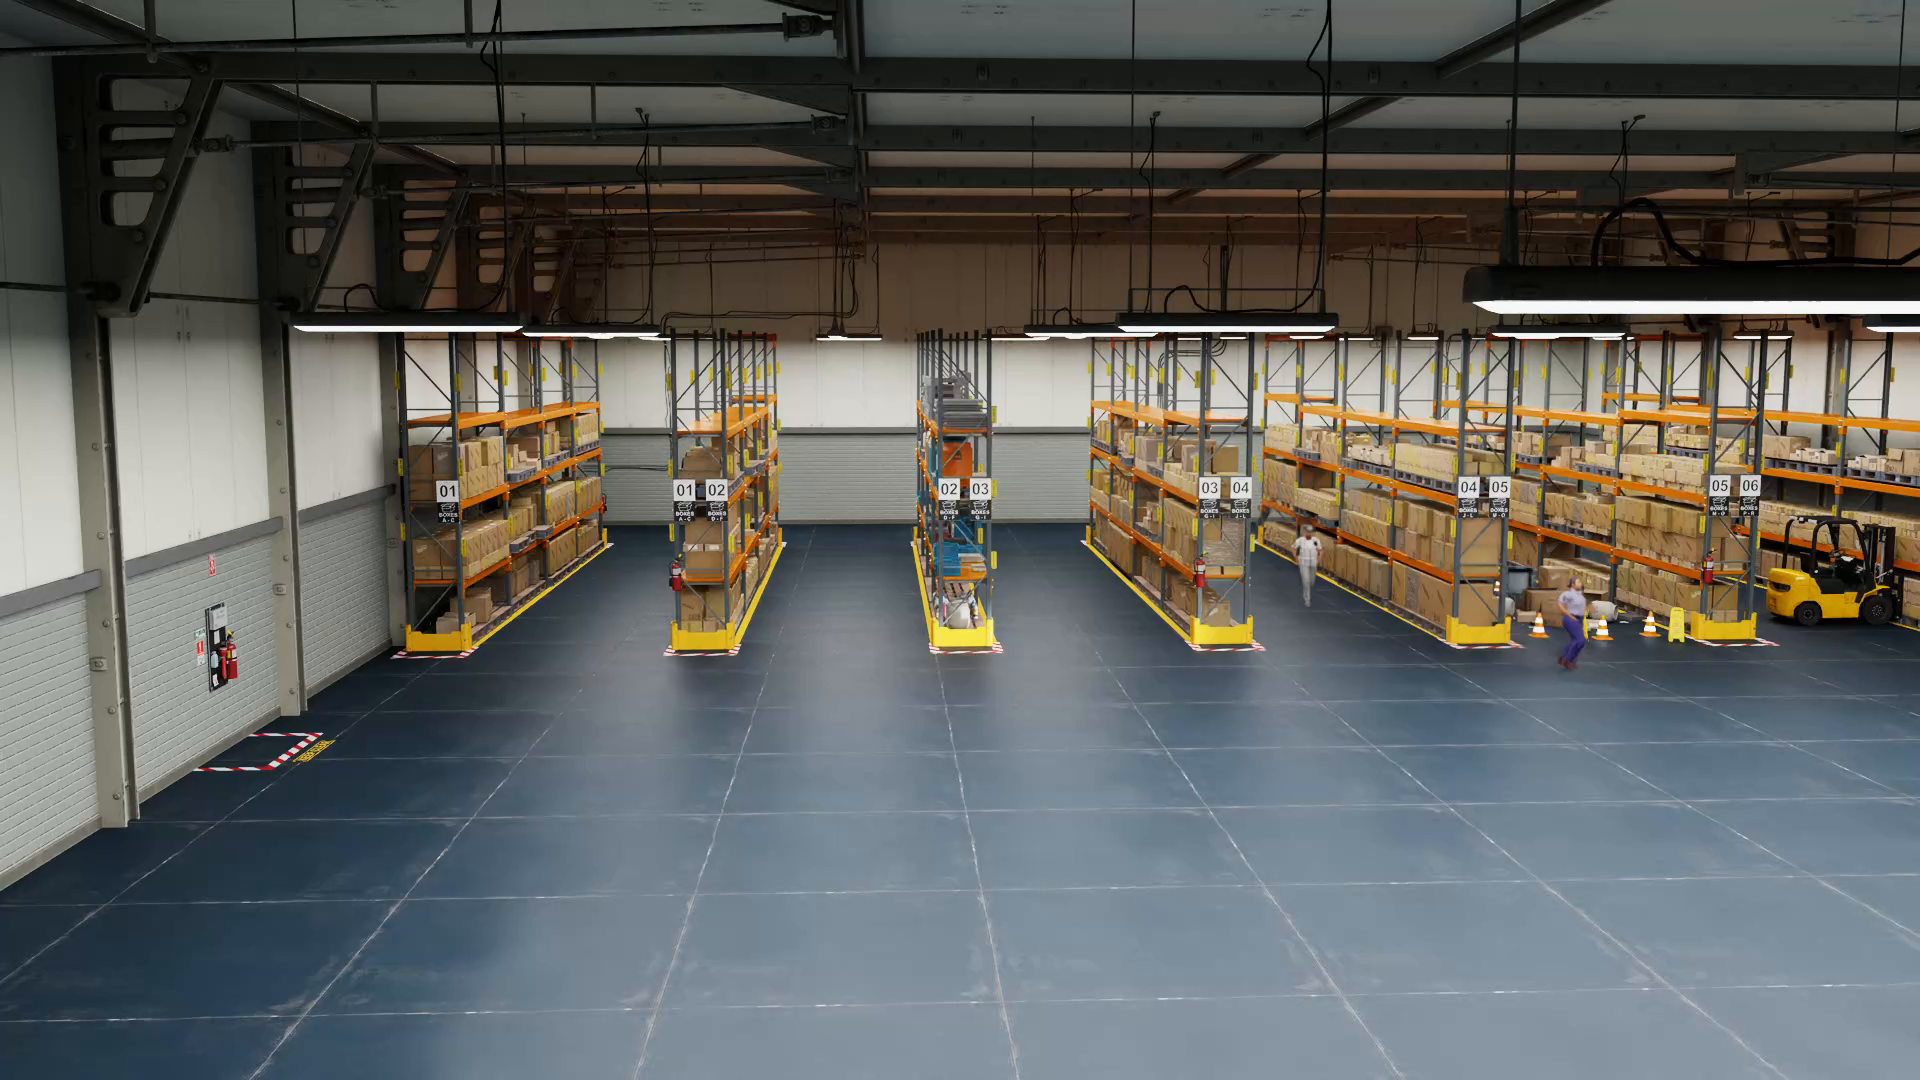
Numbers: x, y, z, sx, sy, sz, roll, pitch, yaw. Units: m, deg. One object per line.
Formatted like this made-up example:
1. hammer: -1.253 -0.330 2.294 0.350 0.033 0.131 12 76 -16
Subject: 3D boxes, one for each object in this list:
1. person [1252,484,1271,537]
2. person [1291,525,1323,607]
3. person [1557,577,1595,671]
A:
1. person: 8.916 -0.868 49.184 0.738 1.608 0.888 0 7 1
2. person: 7.677 0.538 36.729 0.675 1.784 0.844 -1 7 -5
3. person: 10.863 1.490 29.339 0.602 1.683 0.597 6 9 41
